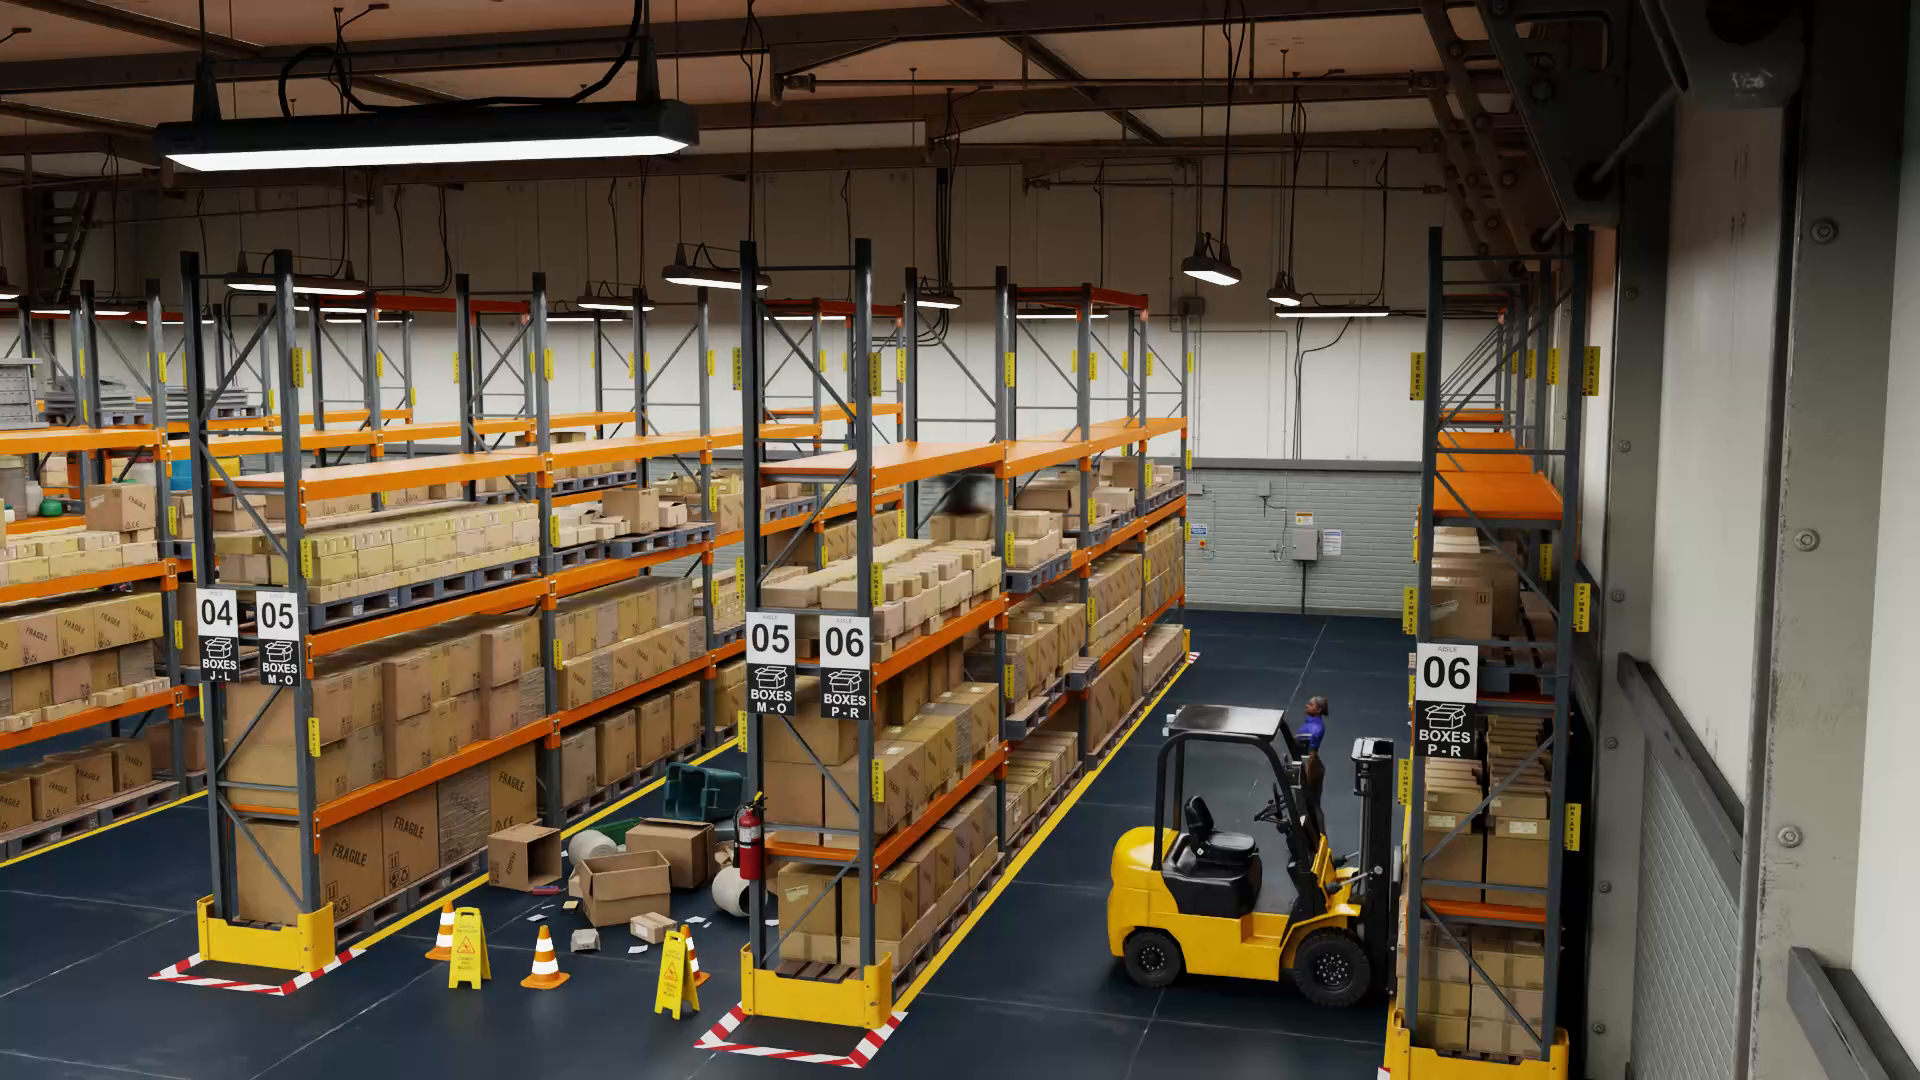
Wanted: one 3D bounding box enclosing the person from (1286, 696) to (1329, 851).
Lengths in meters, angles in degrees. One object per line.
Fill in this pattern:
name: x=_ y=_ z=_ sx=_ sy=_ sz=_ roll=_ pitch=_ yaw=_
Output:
person: x=3.611 y=2.429 z=17.274 sx=0.413 sy=1.648 sz=0.515 roll=5 pitch=8 yaw=36
